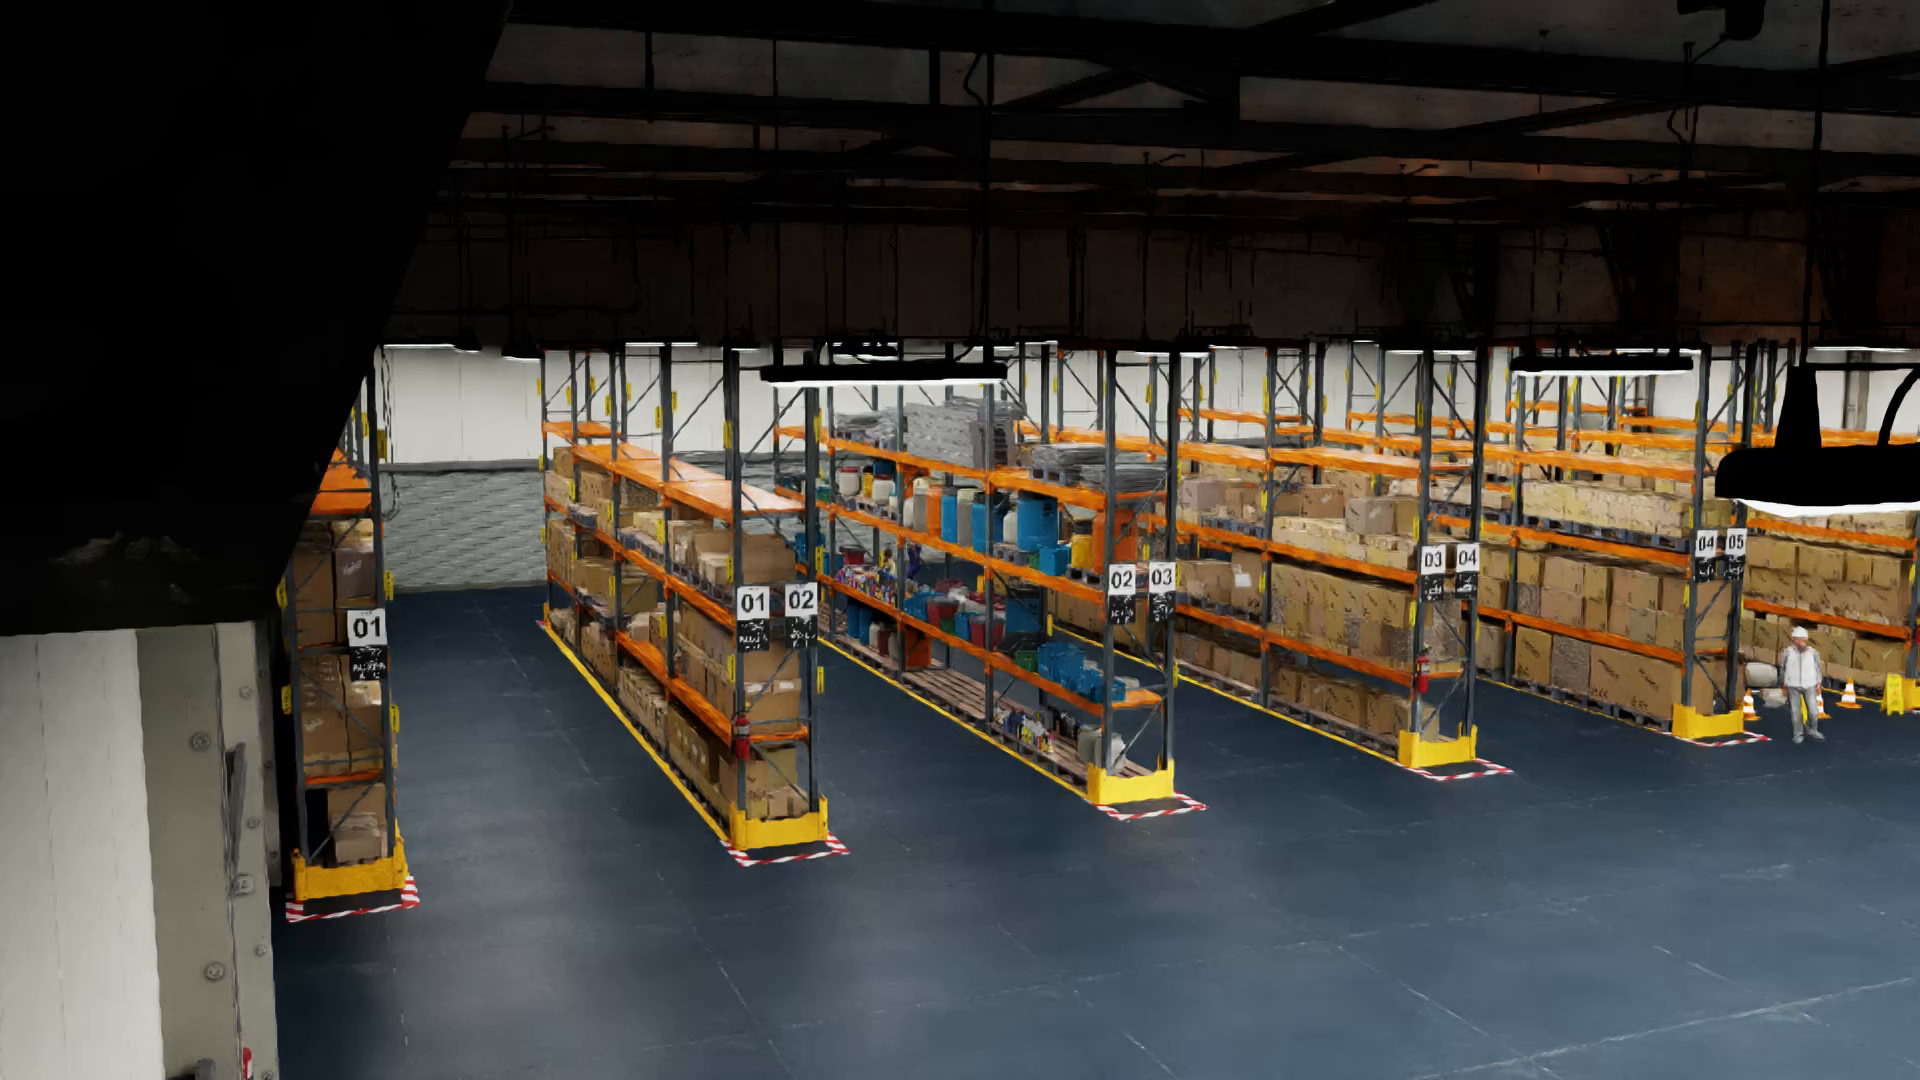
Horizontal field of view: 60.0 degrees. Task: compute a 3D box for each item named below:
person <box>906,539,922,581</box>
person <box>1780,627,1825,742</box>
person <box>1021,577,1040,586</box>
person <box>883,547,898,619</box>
[{"bbox_3d":[-1.156,0.289,40.183,0.466,1.637,0.656,1,7,6],"label":"person"},{"bbox_3d":[12.776,2.189,25.177,0.663,1.761,0.461,4,8,26],"label":"person"},{"bbox_3d":[1.480,1.145,33.099,0.627,1.767,0.492,6,10,40],"label":"person"},{"bbox_3d":[-1.459,0.988,34.754,0.492,1.671,0.435,7,10,41],"label":"person"}]
